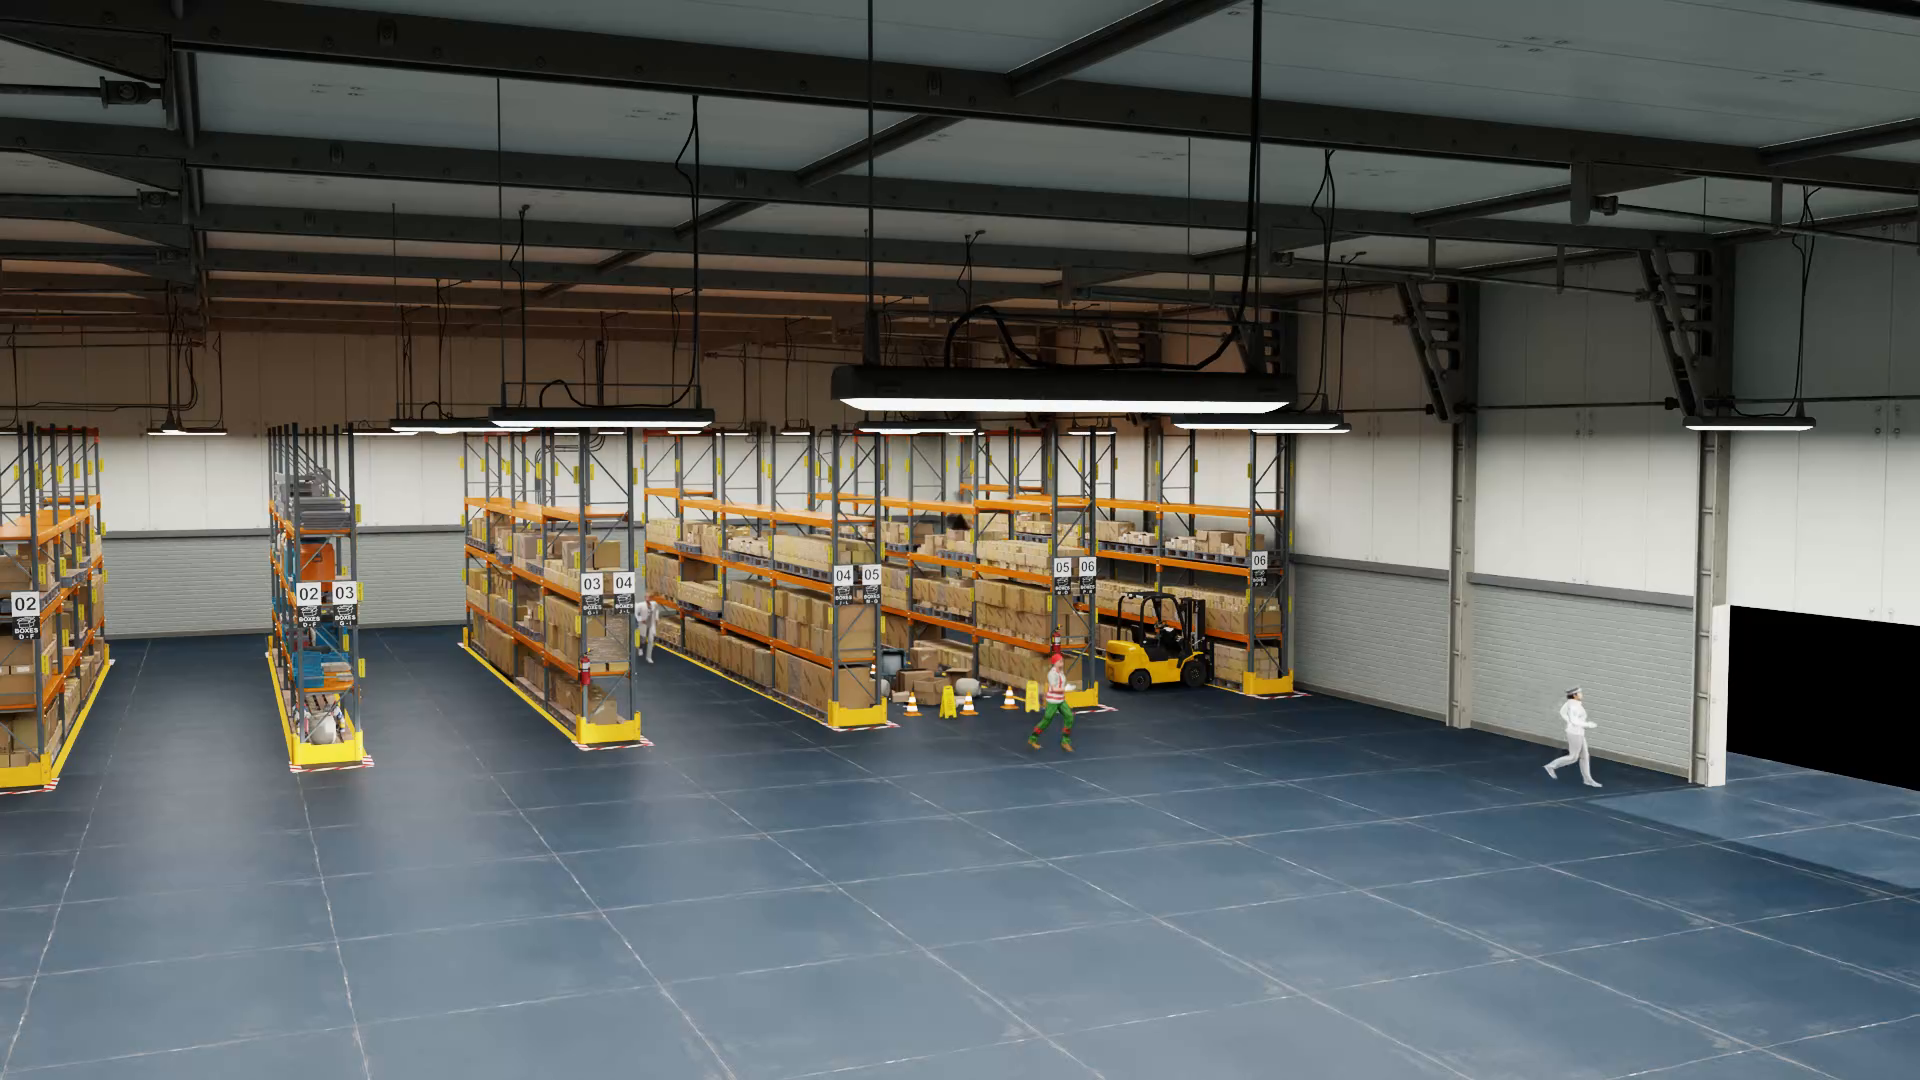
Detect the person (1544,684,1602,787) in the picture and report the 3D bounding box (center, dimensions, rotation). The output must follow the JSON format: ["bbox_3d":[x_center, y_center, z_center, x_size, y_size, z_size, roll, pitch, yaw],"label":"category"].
[{"bbox_3d":[10.080,3.206,27.309,0.901,1.687,0.616,1,4,19],"label":"person"}]

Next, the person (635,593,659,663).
[{"bbox_3d":[-8.059,2.236,42.763,0.735,1.770,1.032,-2,4,-30],"label":"person"}]

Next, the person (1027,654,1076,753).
[{"bbox_3d":[1.713,2.975,30.337,0.925,1.829,0.675,2,4,25],"label":"person"}]

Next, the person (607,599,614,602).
[{"bbox_3d":[-10.132,1.932,48.075,0.784,1.724,0.669,1,4,15],"label":"person"}]
